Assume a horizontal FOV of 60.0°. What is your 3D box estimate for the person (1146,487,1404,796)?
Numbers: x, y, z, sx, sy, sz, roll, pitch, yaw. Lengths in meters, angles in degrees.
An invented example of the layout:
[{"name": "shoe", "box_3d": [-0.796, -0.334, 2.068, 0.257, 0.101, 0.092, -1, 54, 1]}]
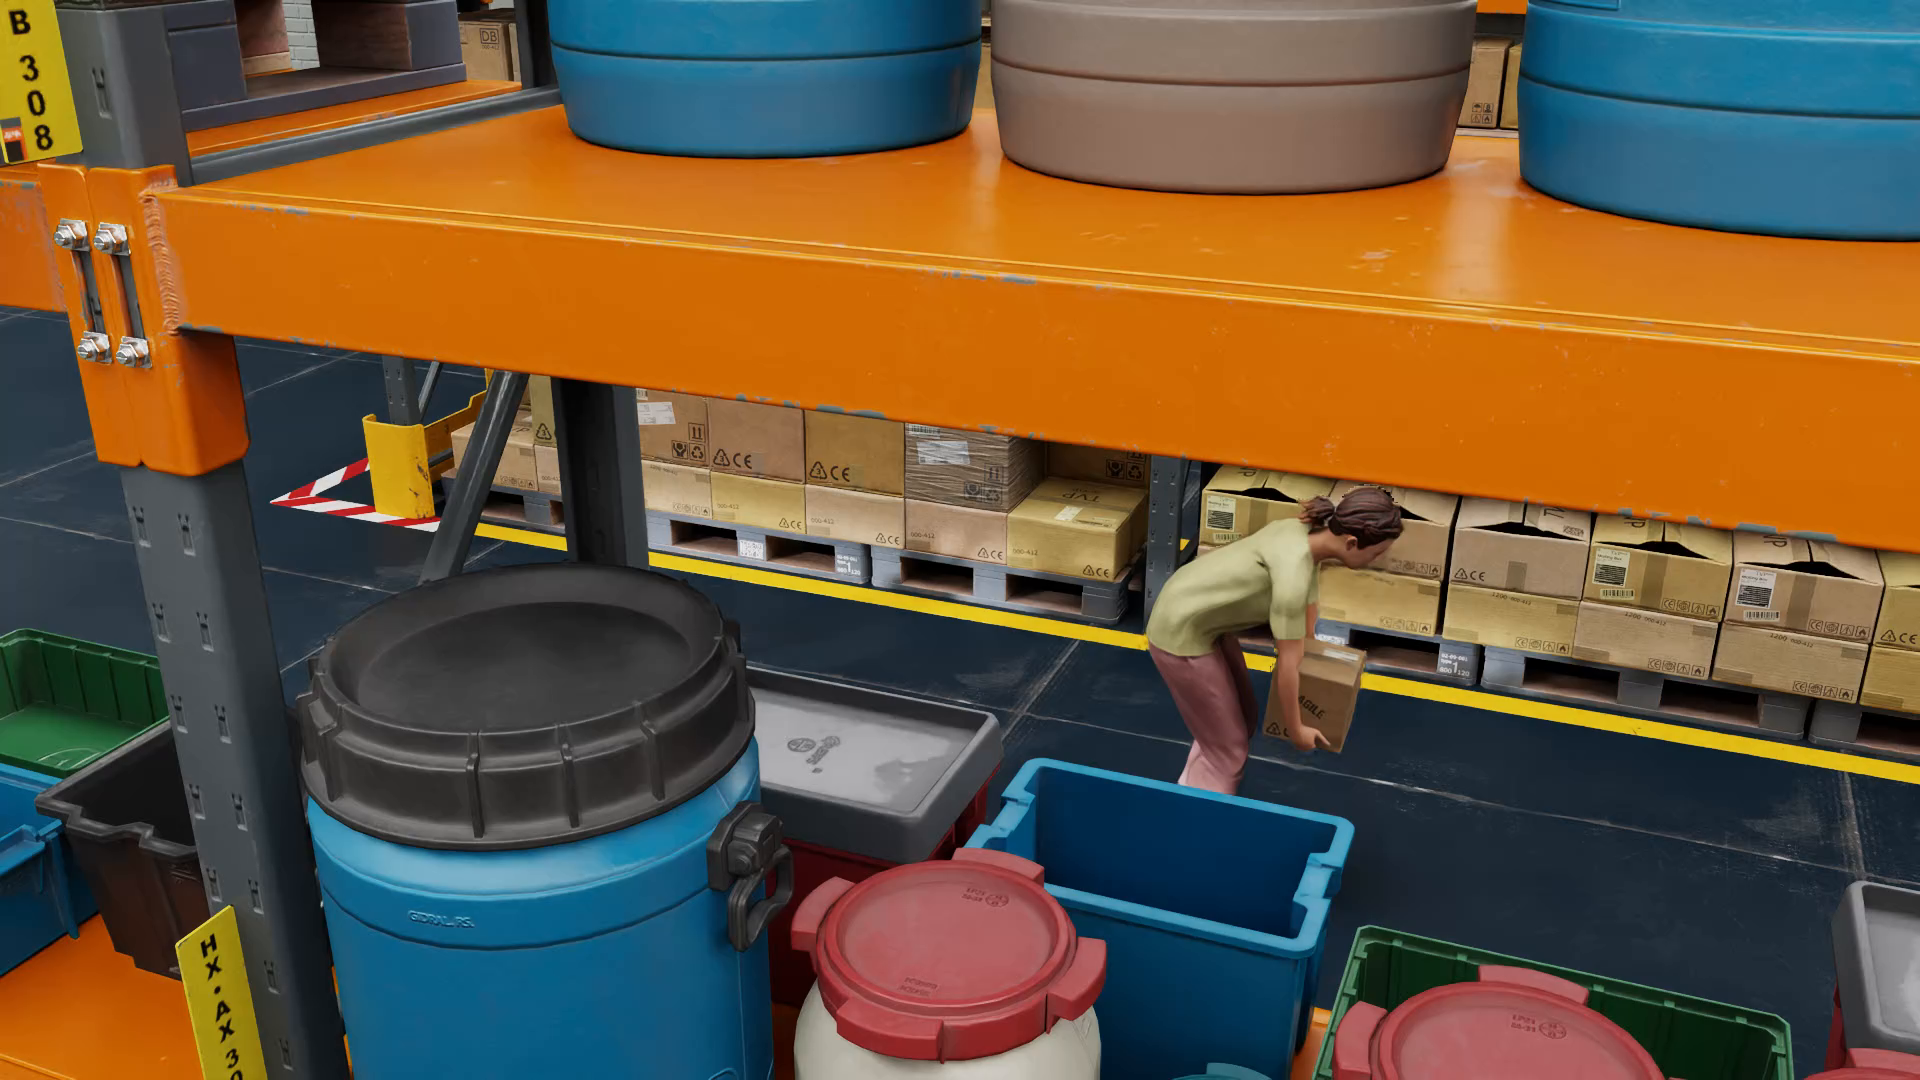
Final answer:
[{"name": "person", "box_3d": [0.981, 0.458, 5.360, 0.760, 1.394, 0.407, 8, 24, 19]}]
